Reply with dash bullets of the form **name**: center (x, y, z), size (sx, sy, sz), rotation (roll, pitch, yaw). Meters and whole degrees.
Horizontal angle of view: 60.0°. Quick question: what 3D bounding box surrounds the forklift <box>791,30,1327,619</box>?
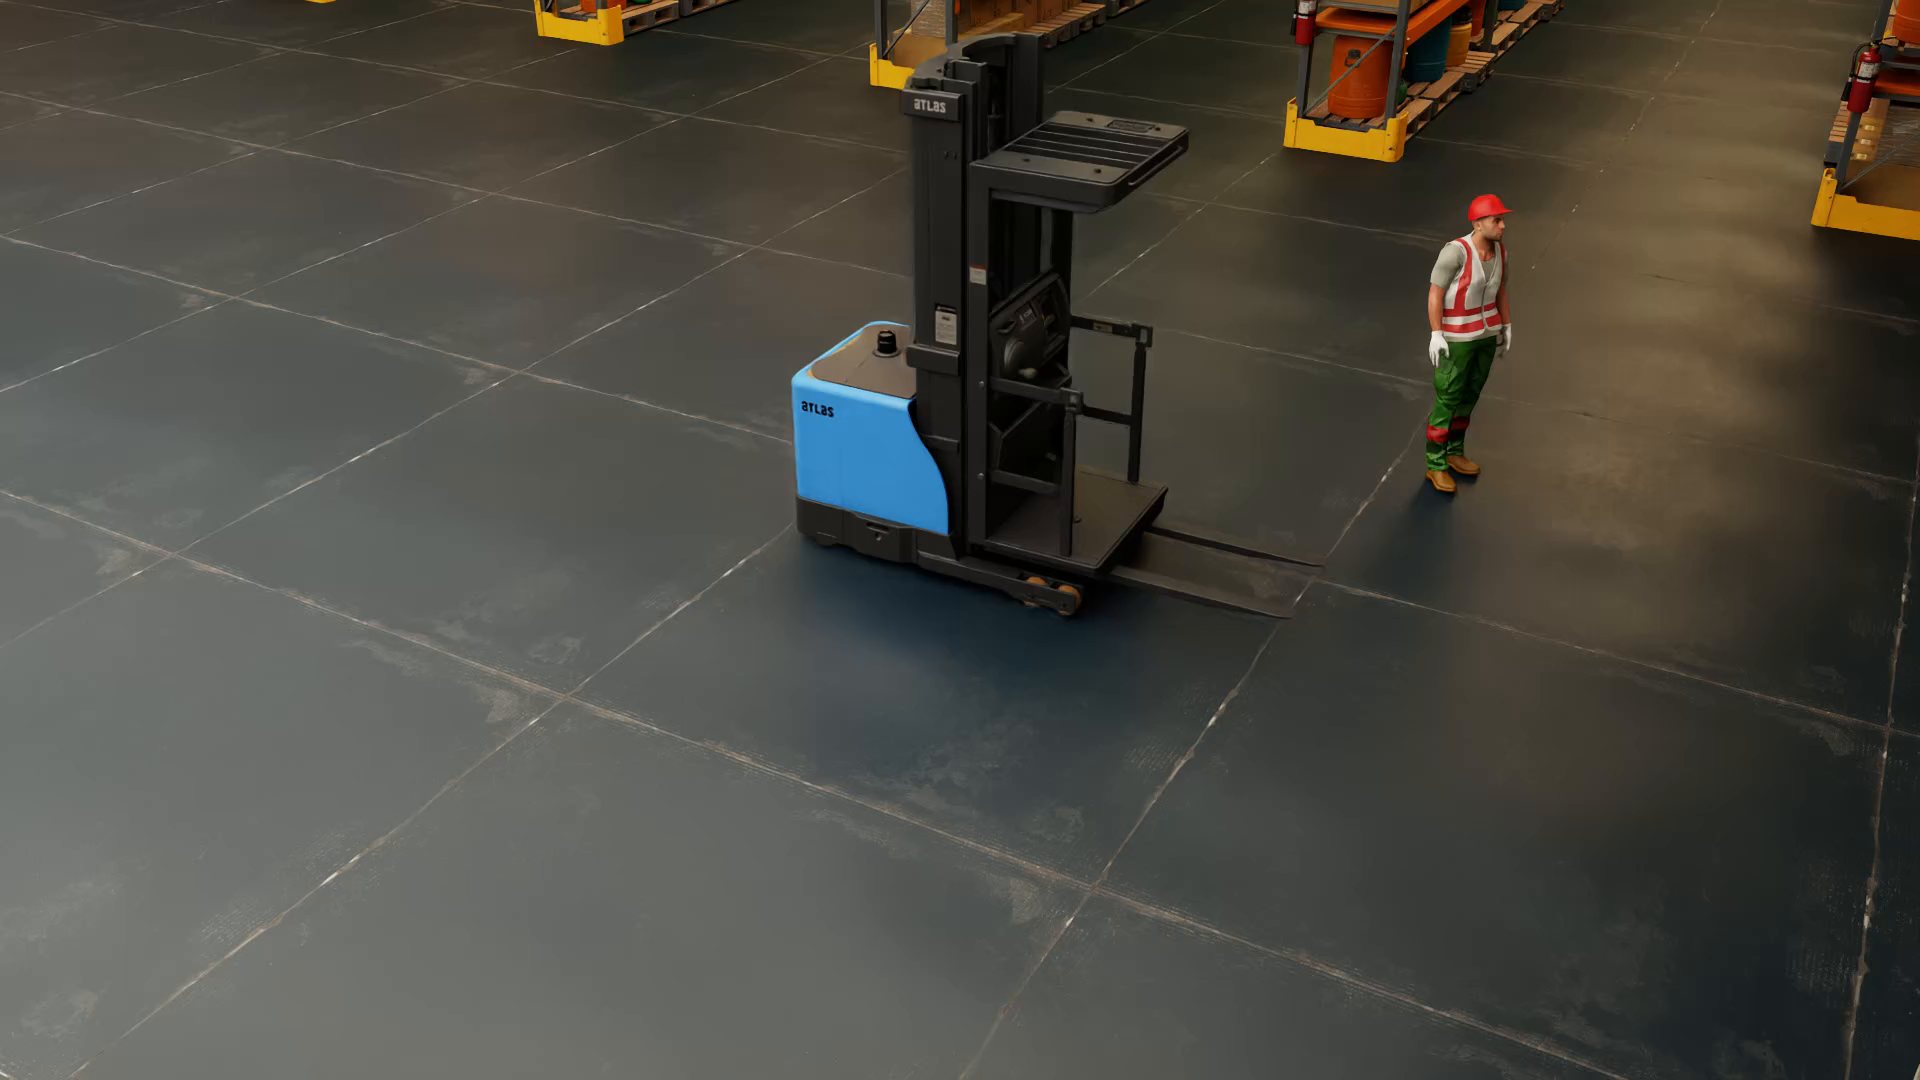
- **forklift**: center (0.567, -1.152, 9.067), size (3.031, 2.935, 1.130), rotation (14, 33, 23)

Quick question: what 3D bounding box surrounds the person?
- **person**: center (3.209, -1.234, 10.336), size (0.638, 1.786, 0.566), rotation (-14, 33, -23)
